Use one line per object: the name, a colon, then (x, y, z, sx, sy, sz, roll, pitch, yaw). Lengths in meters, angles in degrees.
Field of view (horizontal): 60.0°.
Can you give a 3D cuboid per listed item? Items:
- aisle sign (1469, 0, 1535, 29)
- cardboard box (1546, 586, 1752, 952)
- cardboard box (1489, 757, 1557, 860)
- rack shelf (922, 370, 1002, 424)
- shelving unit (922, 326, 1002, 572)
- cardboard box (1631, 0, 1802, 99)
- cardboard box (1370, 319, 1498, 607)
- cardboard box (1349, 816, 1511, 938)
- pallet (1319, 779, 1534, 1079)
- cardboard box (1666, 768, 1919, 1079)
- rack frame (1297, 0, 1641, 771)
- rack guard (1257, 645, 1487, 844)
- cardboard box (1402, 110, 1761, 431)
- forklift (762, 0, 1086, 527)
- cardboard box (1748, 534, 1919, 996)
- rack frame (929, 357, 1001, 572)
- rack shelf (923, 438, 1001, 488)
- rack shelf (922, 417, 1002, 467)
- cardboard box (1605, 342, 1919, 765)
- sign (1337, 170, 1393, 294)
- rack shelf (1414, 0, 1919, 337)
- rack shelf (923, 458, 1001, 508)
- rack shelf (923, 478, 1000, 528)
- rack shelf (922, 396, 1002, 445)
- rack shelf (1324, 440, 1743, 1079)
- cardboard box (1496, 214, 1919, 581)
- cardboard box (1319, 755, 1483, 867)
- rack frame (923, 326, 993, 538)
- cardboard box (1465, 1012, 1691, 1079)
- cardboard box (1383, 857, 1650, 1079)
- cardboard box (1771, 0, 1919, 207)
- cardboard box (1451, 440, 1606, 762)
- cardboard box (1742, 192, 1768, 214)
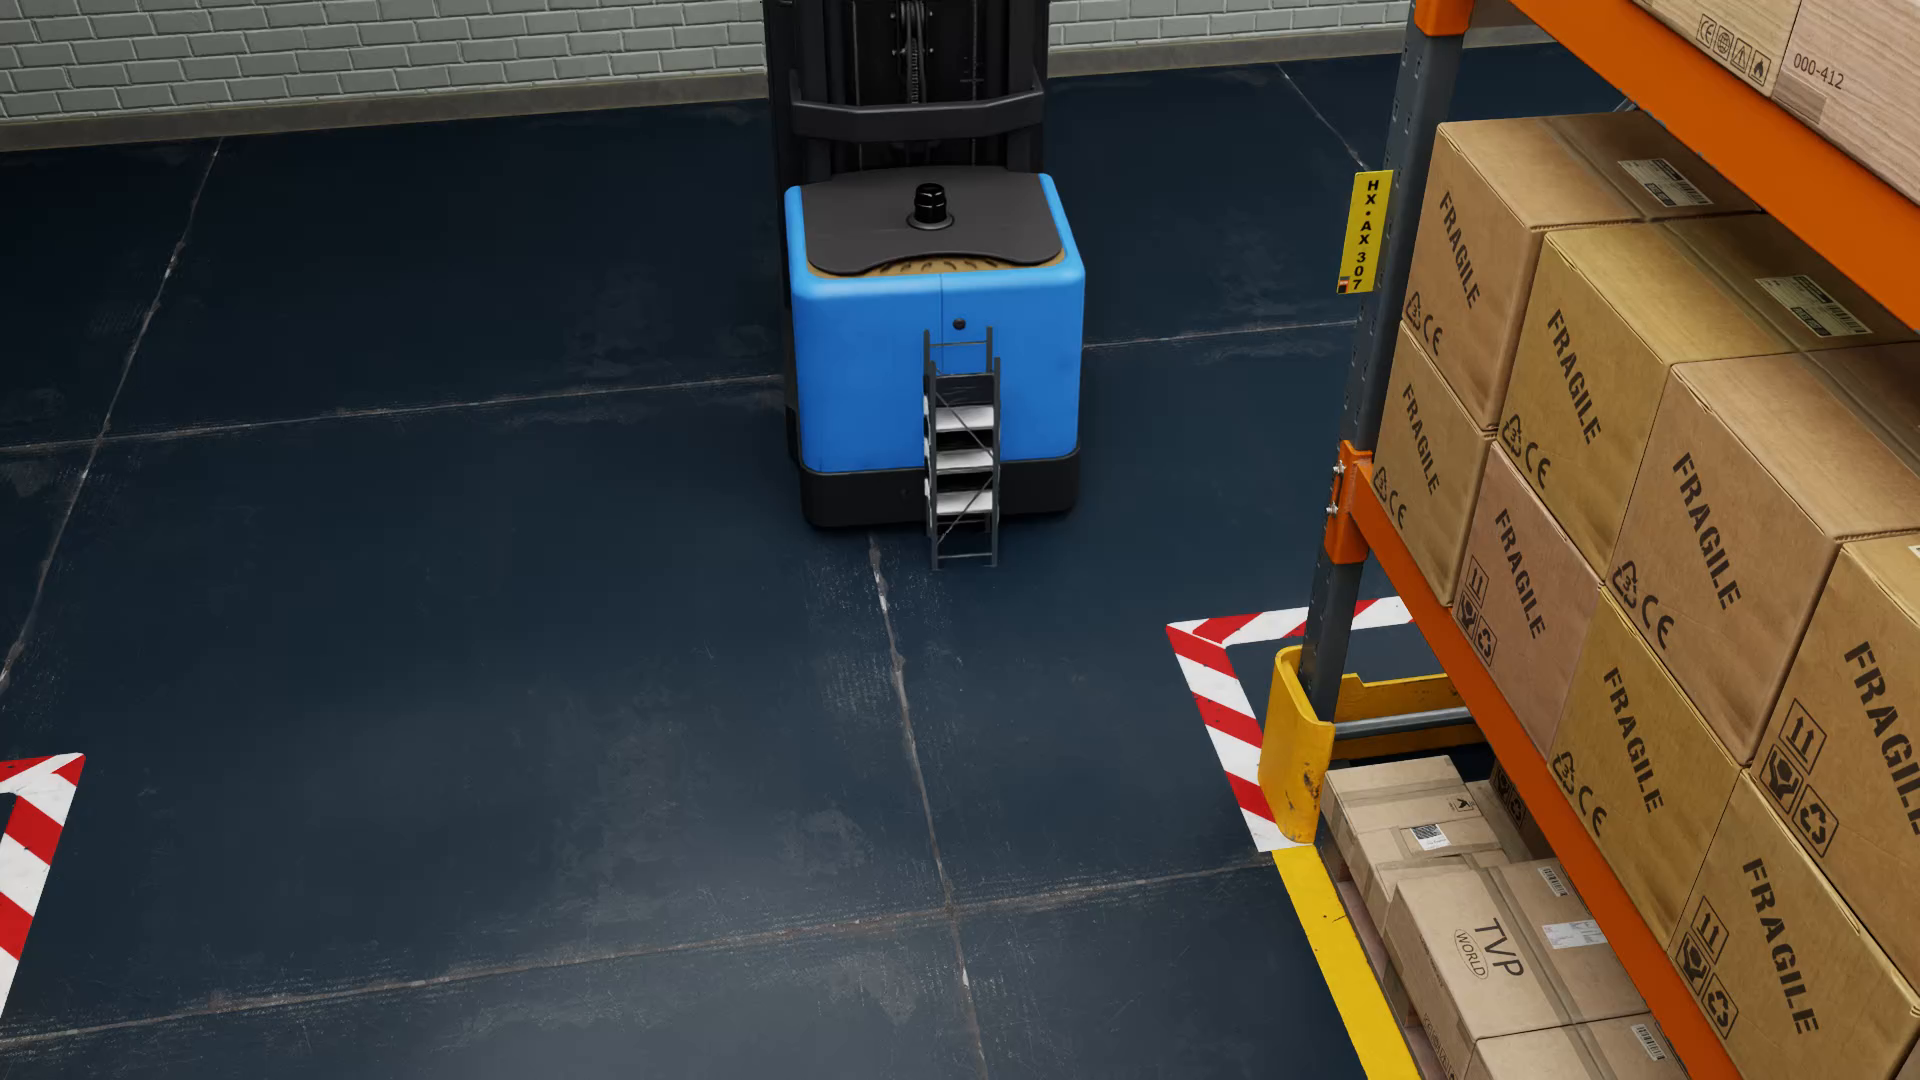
aisle sign: (1.225, -1.502, 3.620, 0.394, 0.787, 0.004, -6, 38, -8)
cardboard box: (1.525, 0.405, 3.202, 0.500, 0.500, 0.500, -6, 38, -8)
cardboard box: (1.863, 0.649, 4.648, 0.500, 0.500, 0.500, -6, 38, -8)
rack shelf: (0.005, -0.498, 5.772, 0.258, 0.077, 0.200, -4, 38, -5)
shelving unit: (0.005, -0.311, 5.917, 0.258, 0.900, 0.210, -4, 38, -5)
cardboard box: (1.440, -0.950, 2.705, 0.500, 0.250, 0.500, -6, 38, -8)
cardboard box: (1.344, -0.209, 3.993, 0.500, 0.500, 0.500, -5, 38, -7)
cardboard box: (1.305, 0.920, 4.572, 0.380, 0.166, 0.250, -6, 38, -8)
pallet: (1.680, 1.163, 4.582, 1.003, 0.211, 1.213, -6, 38, -8)
cardboard box: (1.611, 0.708, 2.813, 0.500, 0.500, 0.500, -6, 38, -7)
rack frame: (1.526, -0.466, 4.405, 1.000, 3.000, 0.127, -6, 38, -8)
rack guard: (1.539, 0.567, 5.113, 1.175, 0.500, 0.348, -6, 38, -8)
cardboard box: (1.344, -0.604, 3.686, 0.500, 0.500, 0.500, -5, 38, -7)
forklift: (-0.233, -2.101, 6.565, 1.130, 2.935, 3.031, -4, 38, -5)
cardboard box: (1.616, 0.320, 2.496, 0.500, 0.500, 0.500, -7, 38, -8)
rack frame: (0.017, -0.249, 5.837, 0.240, 0.900, 0.006, -4, 38, -5)
rack shelf: (0.005, -0.285, 5.938, 0.258, 0.077, 0.200, -4, 38, -5)
rack shelf: (0.005, -0.356, 5.882, 0.258, 0.077, 0.200, -4, 38, -5)
cardboard box: (1.526, 0.014, 2.891, 0.500, 0.500, 0.500, -6, 38, -7)
sign: (0.991, -0.749, 4.064, 0.100, 0.325, 0.005, -6, 38, -8)
rack shelf: (1.876, -0.158, 2.150, 1.077, 0.370, 4.000, -6, 38, -8)
rack shelf: (0.005, -0.214, 5.993, 0.258, 0.077, 0.200, -4, 38, -5)
rack shelf: (0.005, -0.143, 6.048, 0.258, 0.077, 0.200, -4, 38, -5)
rack shelf: (0.005, -0.427, 5.827, 0.258, 0.077, 0.200, -4, 38, -5)
rack shelf: (1.876, 1.026, 3.071, 1.077, 0.370, 4.000, -6, 38, -8)
cardboard box: (1.443, -0.289, 3.281, 0.500, 0.500, 0.500, -6, 38, -7)
cardboard box: (1.261, 0.776, 4.771, 0.380, 0.149, 0.250, -6, 38, -8)
rack frame: (-0.006, -0.373, 5.997, 0.240, 0.900, 0.006, -4, 38, -5)
cardboard box: (1.517, 1.409, 3.874, 0.500, 0.250, 0.500, -6, 38, -8)
cardboard box: (1.429, 1.107, 4.263, 0.500, 0.250, 0.500, -6, 38, -8)
cardboard box: (1.530, -0.648, 2.317, 0.500, 0.250, 0.500, -6, 38, -8)
cardboard box: (1.440, 0.102, 3.592, 0.500, 0.500, 0.500, -7, 38, -8)
cardboard box: (1.874, -0.661, 3.759, 0.500, 0.500, 0.500, -7, 38, -8)
